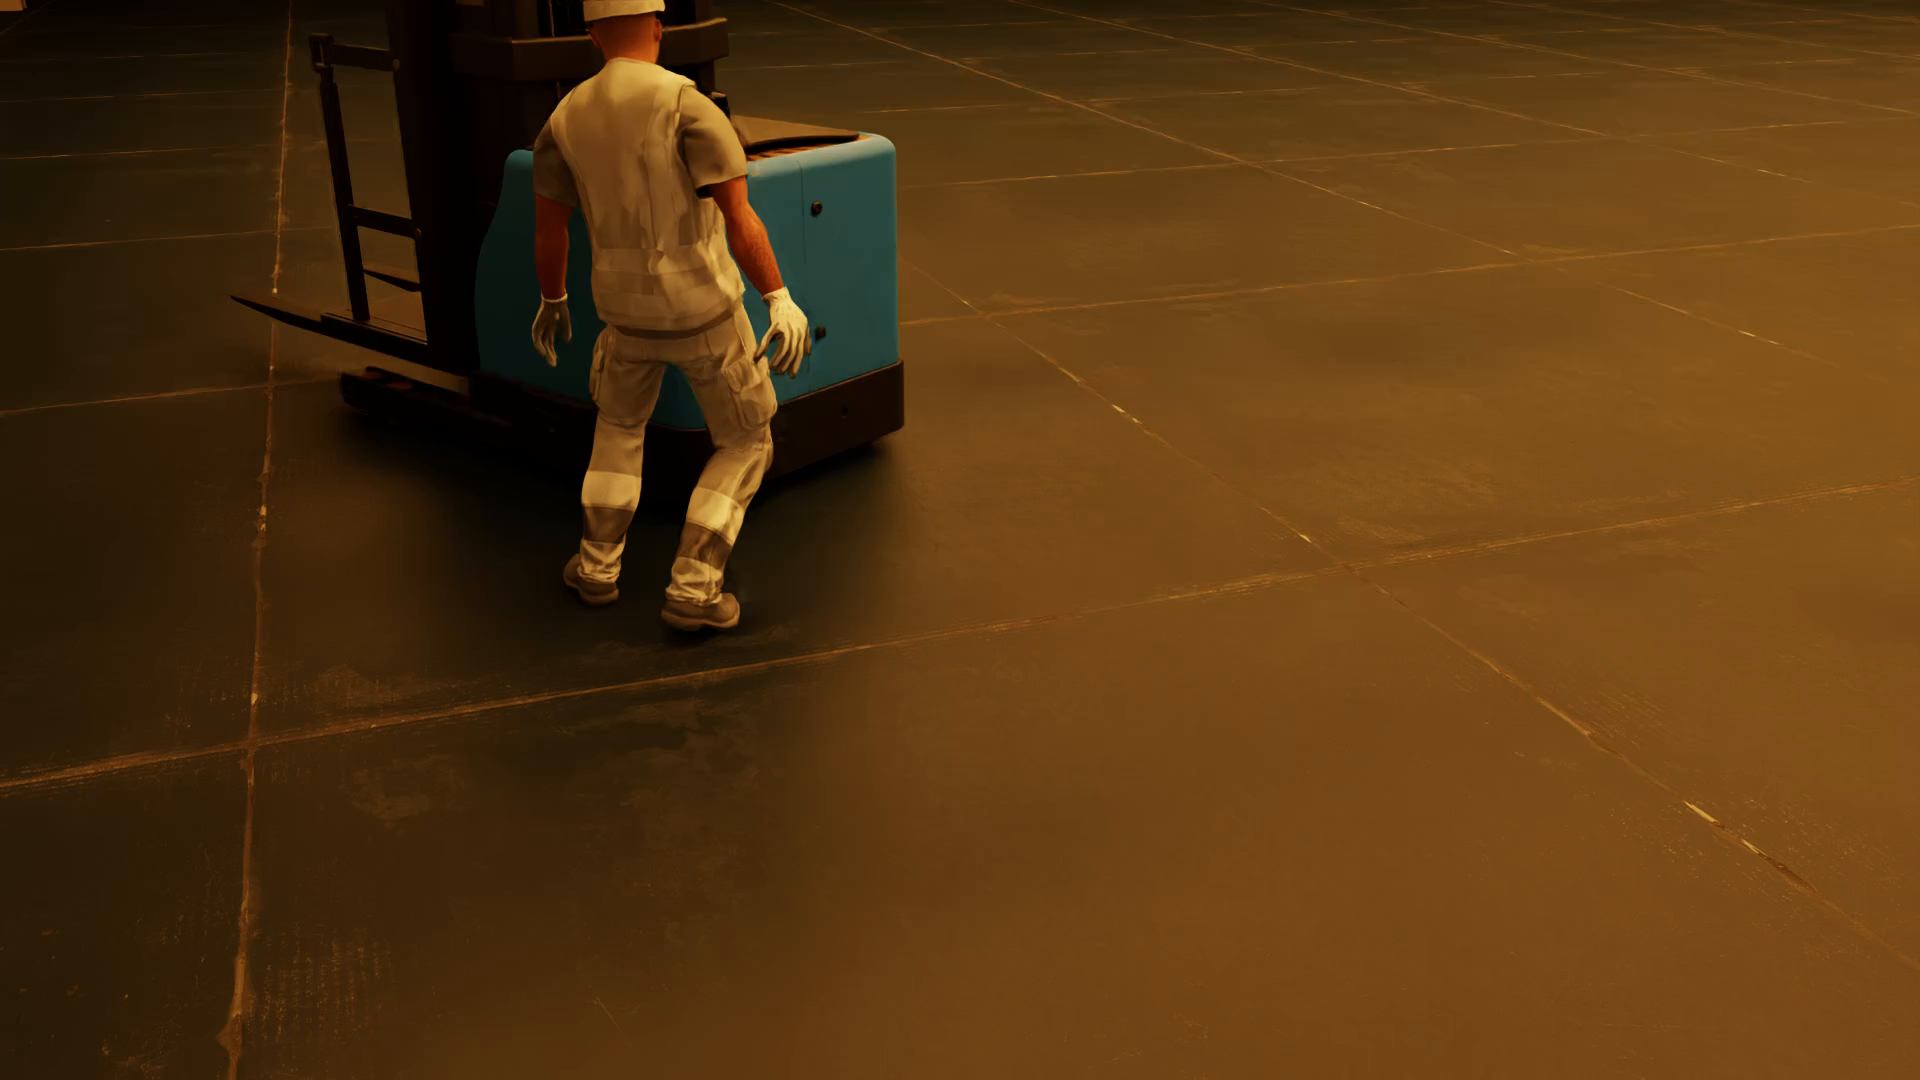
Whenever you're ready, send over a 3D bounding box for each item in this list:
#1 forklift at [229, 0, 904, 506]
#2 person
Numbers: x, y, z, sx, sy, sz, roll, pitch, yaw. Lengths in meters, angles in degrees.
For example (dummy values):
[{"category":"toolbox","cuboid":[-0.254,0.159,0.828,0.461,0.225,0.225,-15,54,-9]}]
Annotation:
[{"category":"forklift","cuboid":[-1.663,-1.906,5.832,3.031,2.935,1.130,17,28,35]},{"category":"person","cuboid":[-0.765,-0.596,4.304,0.895,1.703,0.496,11,25,25]}]
